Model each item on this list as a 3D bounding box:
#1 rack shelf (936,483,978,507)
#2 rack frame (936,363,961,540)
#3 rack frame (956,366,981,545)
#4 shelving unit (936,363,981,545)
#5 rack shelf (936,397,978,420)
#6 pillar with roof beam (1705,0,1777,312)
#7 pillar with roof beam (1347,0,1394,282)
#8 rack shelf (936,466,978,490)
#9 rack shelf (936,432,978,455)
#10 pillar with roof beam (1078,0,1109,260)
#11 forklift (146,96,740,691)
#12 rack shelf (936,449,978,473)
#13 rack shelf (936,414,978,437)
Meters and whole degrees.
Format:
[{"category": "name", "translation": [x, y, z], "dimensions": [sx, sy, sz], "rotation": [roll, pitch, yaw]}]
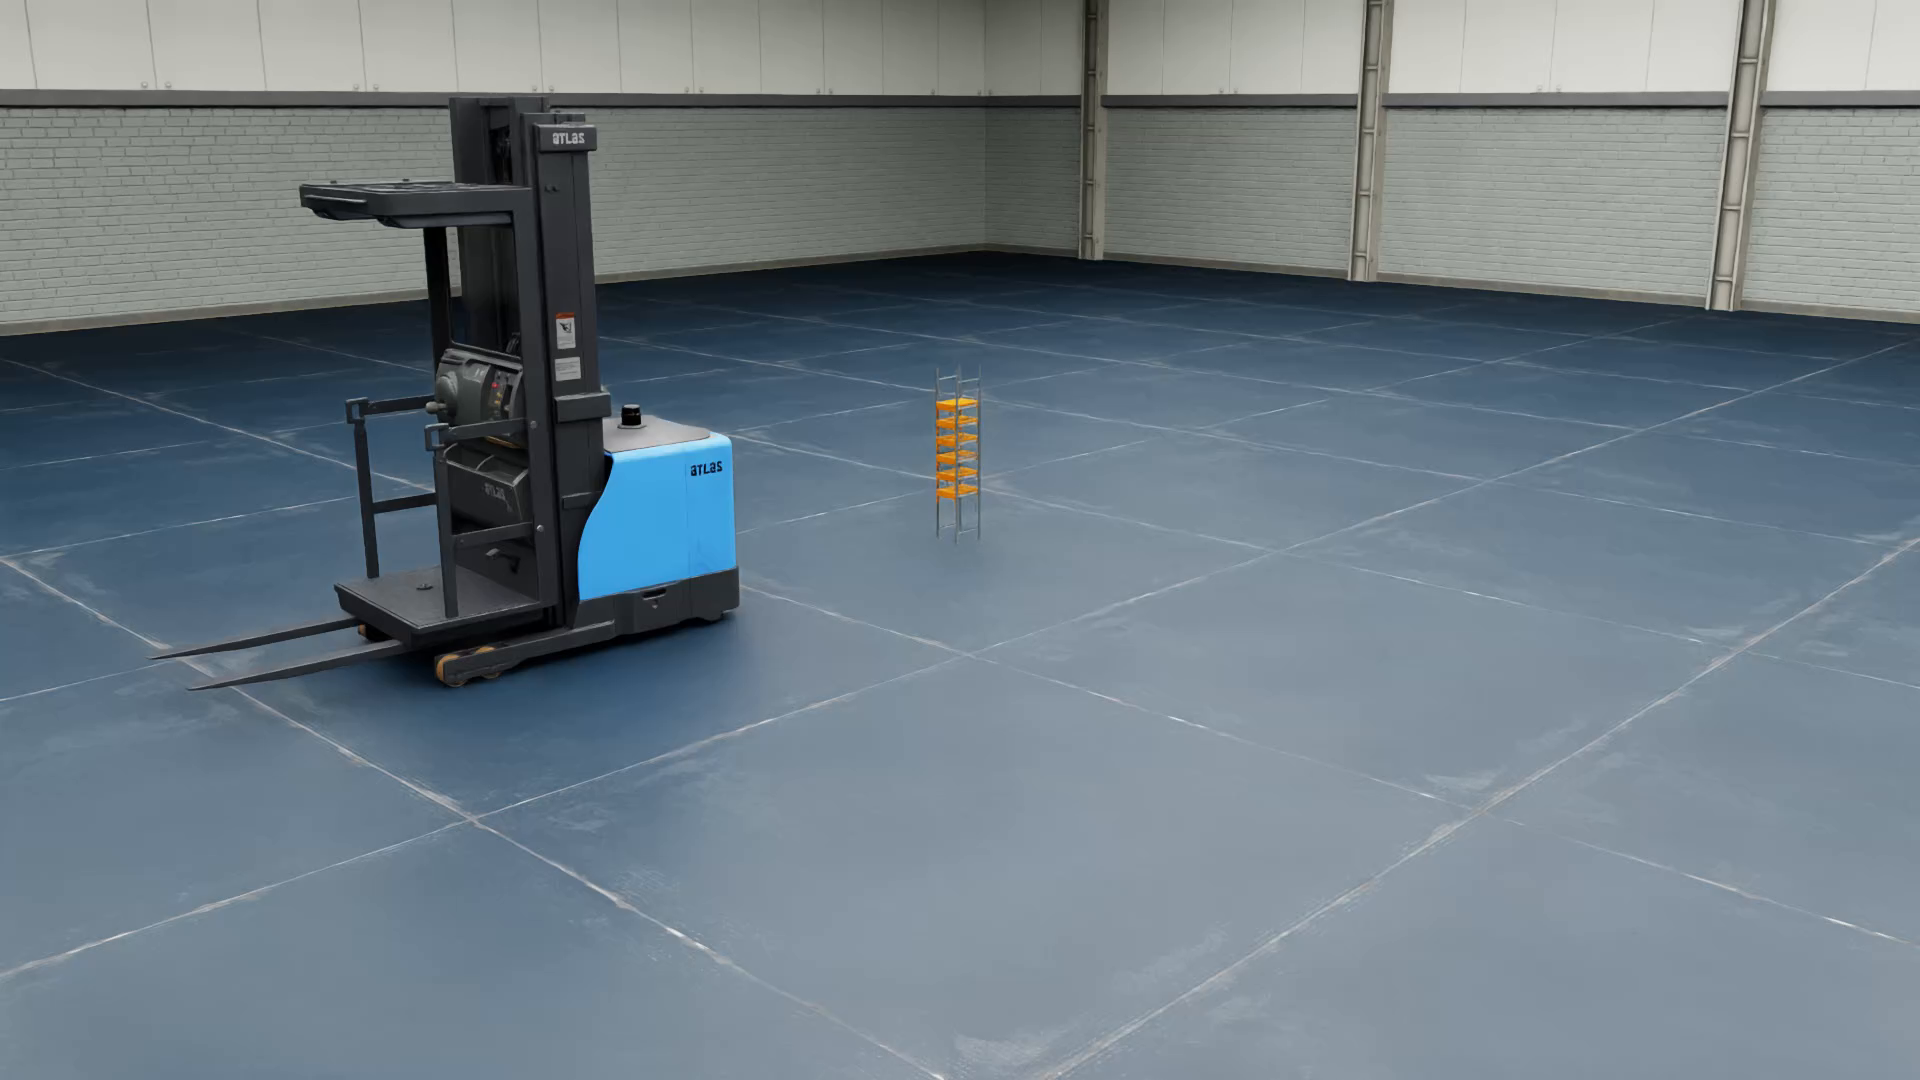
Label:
[{"category": "rack shelf", "translation": [-0.010, -0.308, 11.362], "dimensions": [0.180, 0.103, 0.258], "rotation": [14, 20, 42]}, {"category": "rack frame", "translation": [-0.076, -0.599, 11.352], "dimensions": [0.006, 1.200, 0.240], "rotation": [14, 20, 42]}, {"category": "rack frame", "translation": [0.055, -0.567, 11.229], "dimensions": [0.006, 1.200, 0.240], "rotation": [14, 20, 42]}, {"category": "shelving unit", "translation": [-0.010, -0.583, 11.291], "dimensions": [0.189, 1.200, 0.258], "rotation": [14, 20, 42]}, {"category": "rack shelf", "translation": [-0.010, -0.889, 11.211], "dimensions": [0.180, 0.103, 0.258], "rotation": [14, 20, 42]}, {"category": "pillar with roof beam", "translation": [8.210, -6.957, 20.285], "dimensions": [0.400, 9.000, 9.100], "rotation": [14, 20, 42]}, {"category": "pillar with roof beam", "translation": [3.891, -8.007, 24.315], "dimensions": [0.400, 9.000, 9.100], "rotation": [14, 20, 42]}, {"category": "rack shelf", "translation": [-0.010, -0.424, 11.332], "dimensions": [0.180, 0.103, 0.258], "rotation": [14, 20, 42]}, {"category": "rack shelf", "translation": [-0.010, -0.656, 11.271], "dimensions": [0.180, 0.103, 0.258], "rotation": [14, 20, 42]}, {"category": "pillar with roof beam", "translation": [-0.429, -9.057, 28.345], "dimensions": [0.400, 9.000, 9.100], "rotation": [14, 20, 42]}, {"category": "forklift", "translation": [-2.721, -0.812, 8.737], "dimensions": [3.031, 2.935, 1.130], "rotation": [-13, 19, -40]}, {"category": "rack shelf", "translation": [-0.010, -0.540, 11.302], "dimensions": [0.180, 0.103, 0.258], "rotation": [14, 20, 42]}, {"category": "rack shelf", "translation": [-0.010, -0.772, 11.241], "dimensions": [0.180, 0.103, 0.258], "rotation": [14, 20, 42]}]
